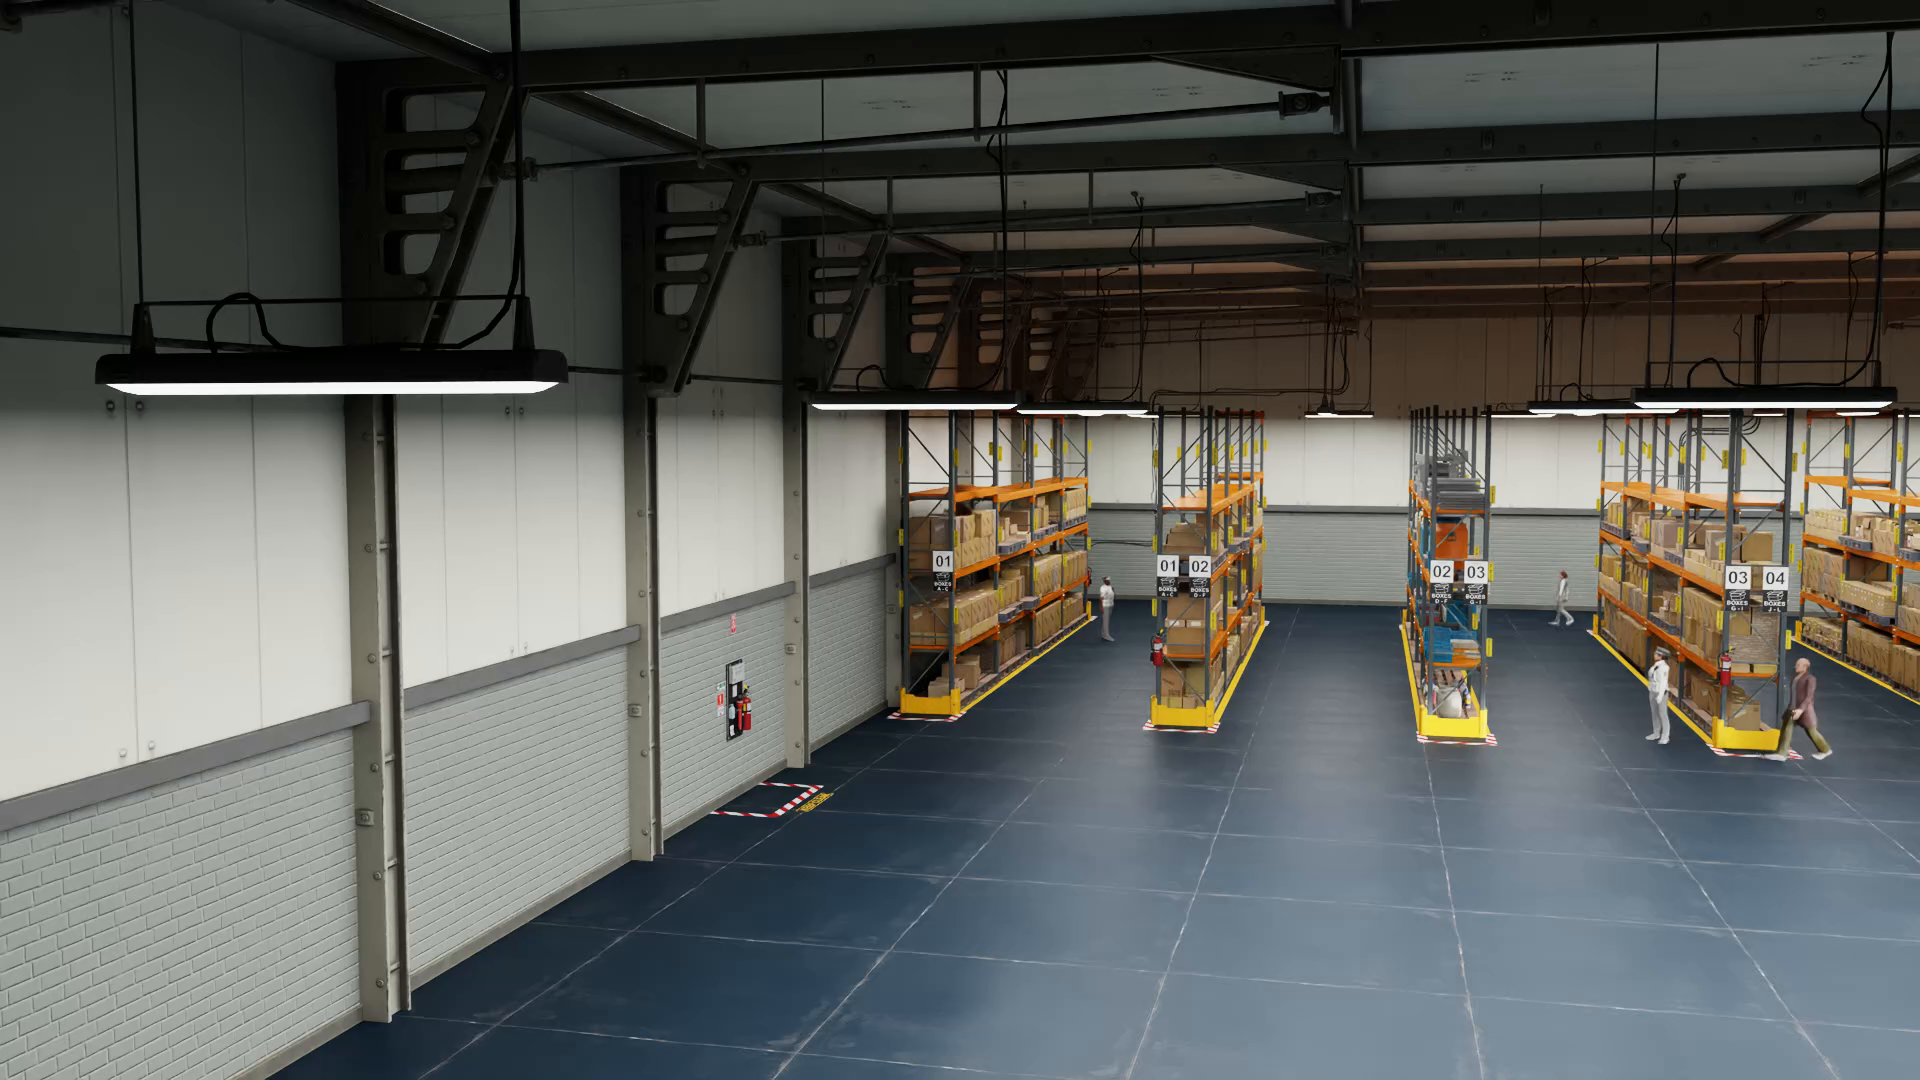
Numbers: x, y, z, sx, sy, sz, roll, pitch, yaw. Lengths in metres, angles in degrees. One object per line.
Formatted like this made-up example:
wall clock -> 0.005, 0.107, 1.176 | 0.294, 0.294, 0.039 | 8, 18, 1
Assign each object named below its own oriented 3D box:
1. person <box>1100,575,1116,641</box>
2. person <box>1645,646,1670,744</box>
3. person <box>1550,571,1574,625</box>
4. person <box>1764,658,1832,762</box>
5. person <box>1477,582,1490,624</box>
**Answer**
person -> 3.895, 1.769, 43.534 | 0.533, 1.703, 0.488 | 3, 5, 37
person -> 12.470, 2.760, 29.686 | 0.378, 1.722, 0.497 | -1, 4, -14
person -> 16.778, 1.626, 46.207 | 0.502, 1.558, 0.904 | -3, 5, -32
person -> 14.087, 2.852, 27.849 | 1.118, 1.744, 0.560 | -1, 4, -16
person -> 14.637, 1.477, 46.808 | 0.550, 1.719, 1.115 | 0, 4, 4
